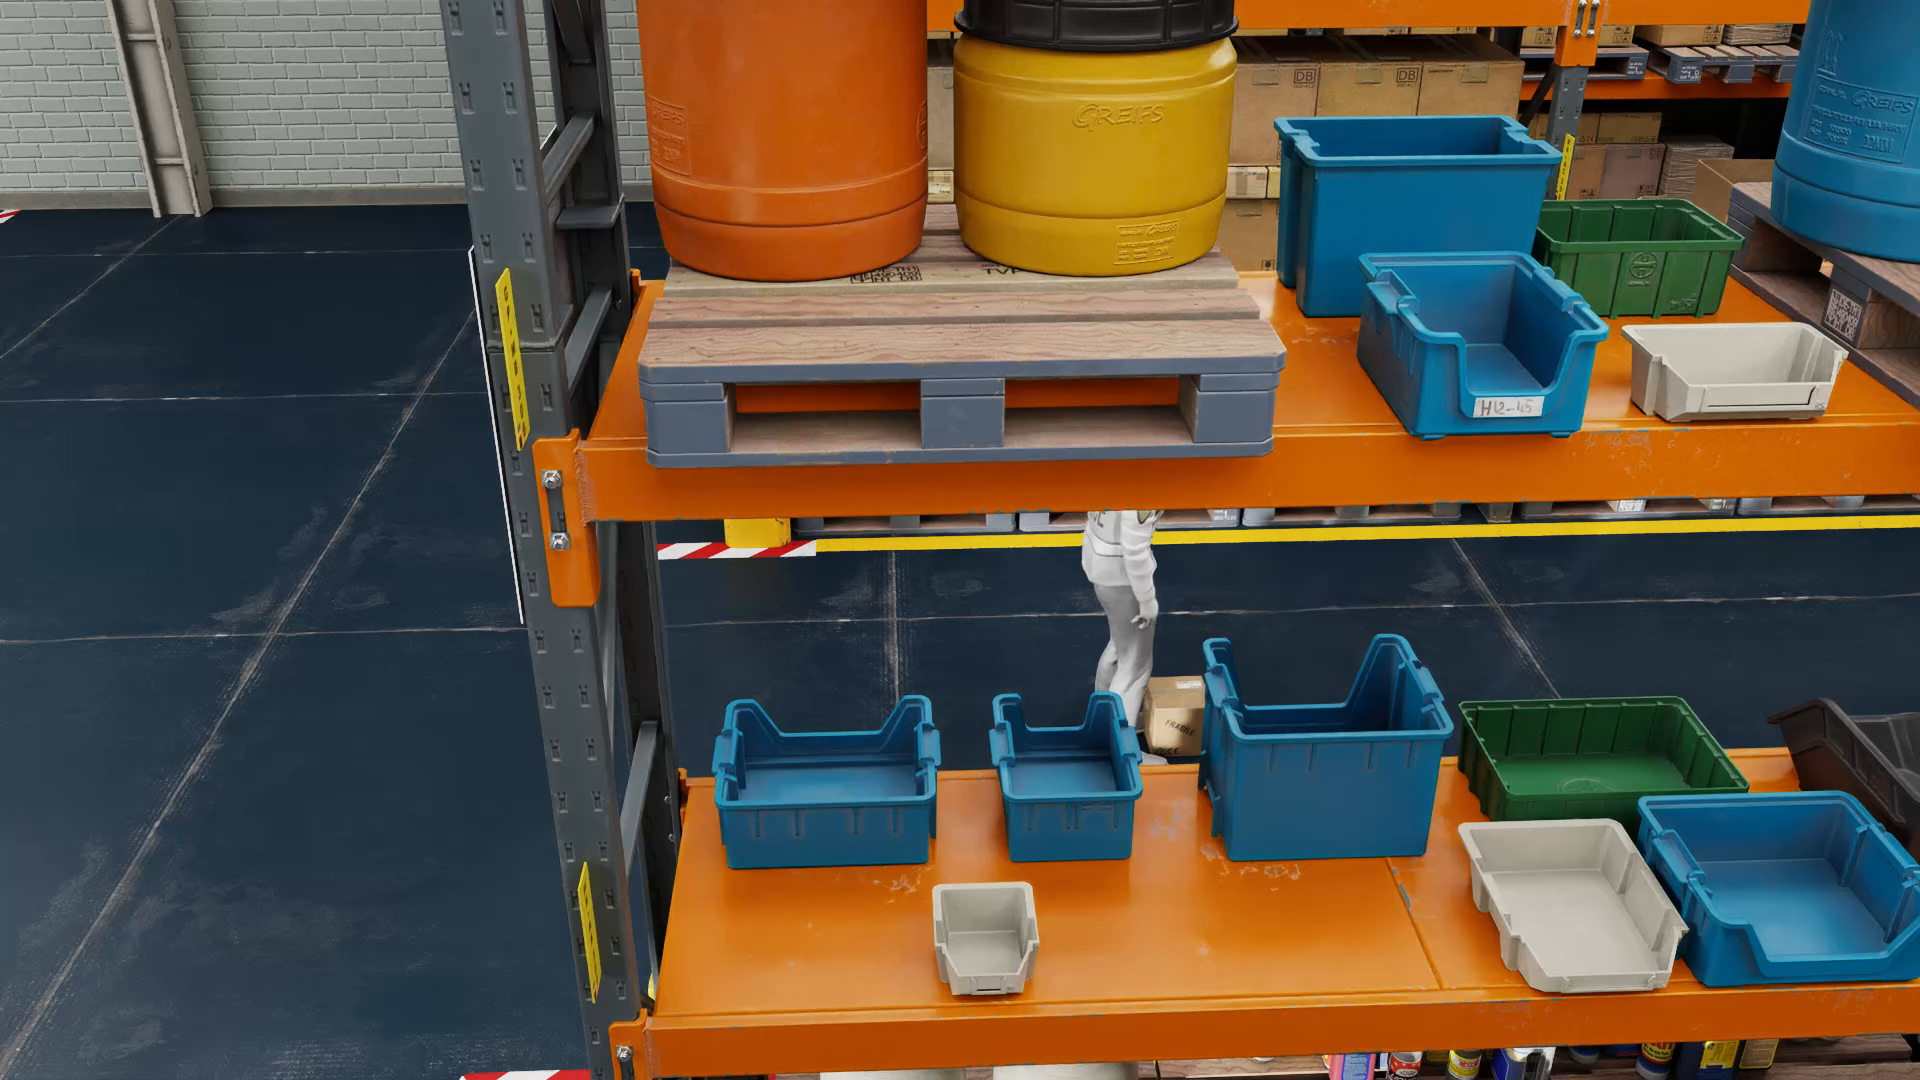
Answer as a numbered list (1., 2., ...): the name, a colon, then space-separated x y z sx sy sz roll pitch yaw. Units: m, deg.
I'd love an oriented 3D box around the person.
1. person: 0.695 0.144 6.843 0.376 1.663 0.544 -3 28 -6
